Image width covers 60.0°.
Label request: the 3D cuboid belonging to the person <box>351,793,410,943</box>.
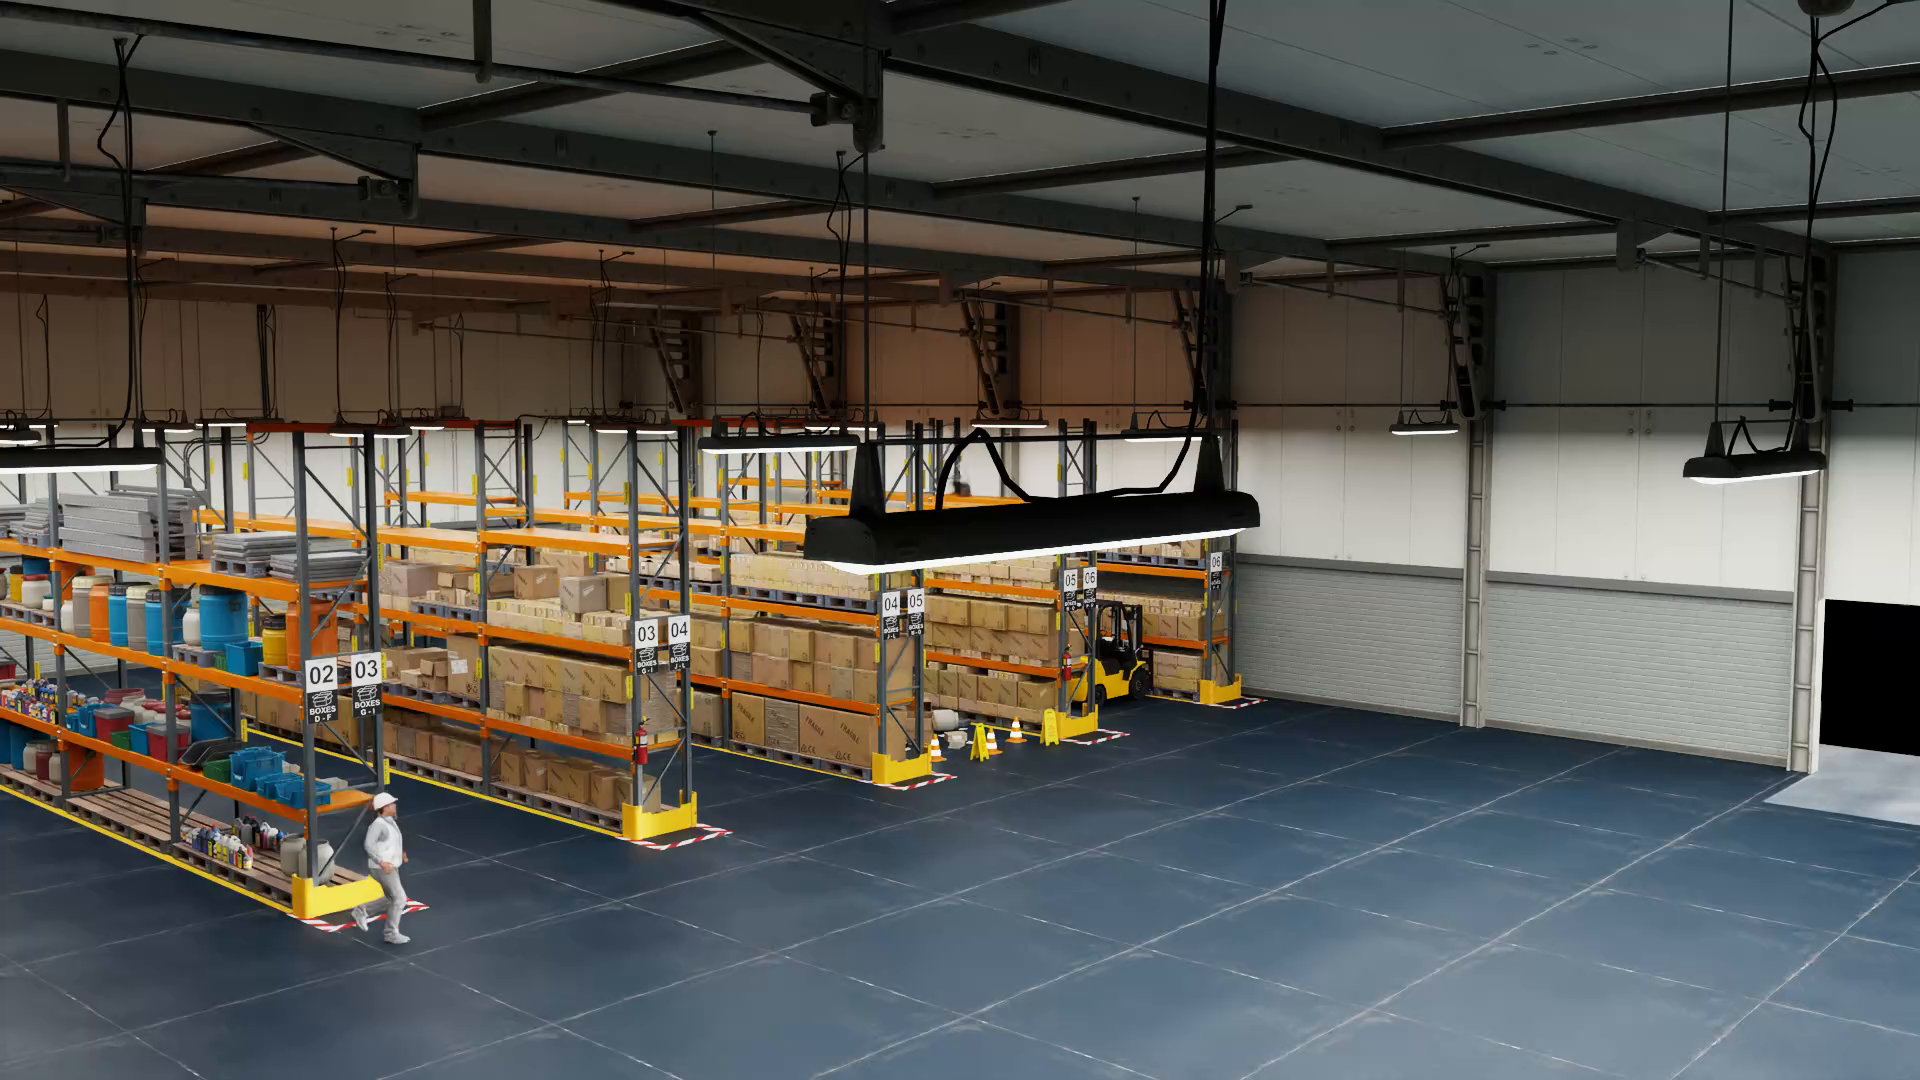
[{"bbox_3d":[-6.865,3.871,19.744,0.710,1.733,0.702,0,5,-4],"label":"person"}]
